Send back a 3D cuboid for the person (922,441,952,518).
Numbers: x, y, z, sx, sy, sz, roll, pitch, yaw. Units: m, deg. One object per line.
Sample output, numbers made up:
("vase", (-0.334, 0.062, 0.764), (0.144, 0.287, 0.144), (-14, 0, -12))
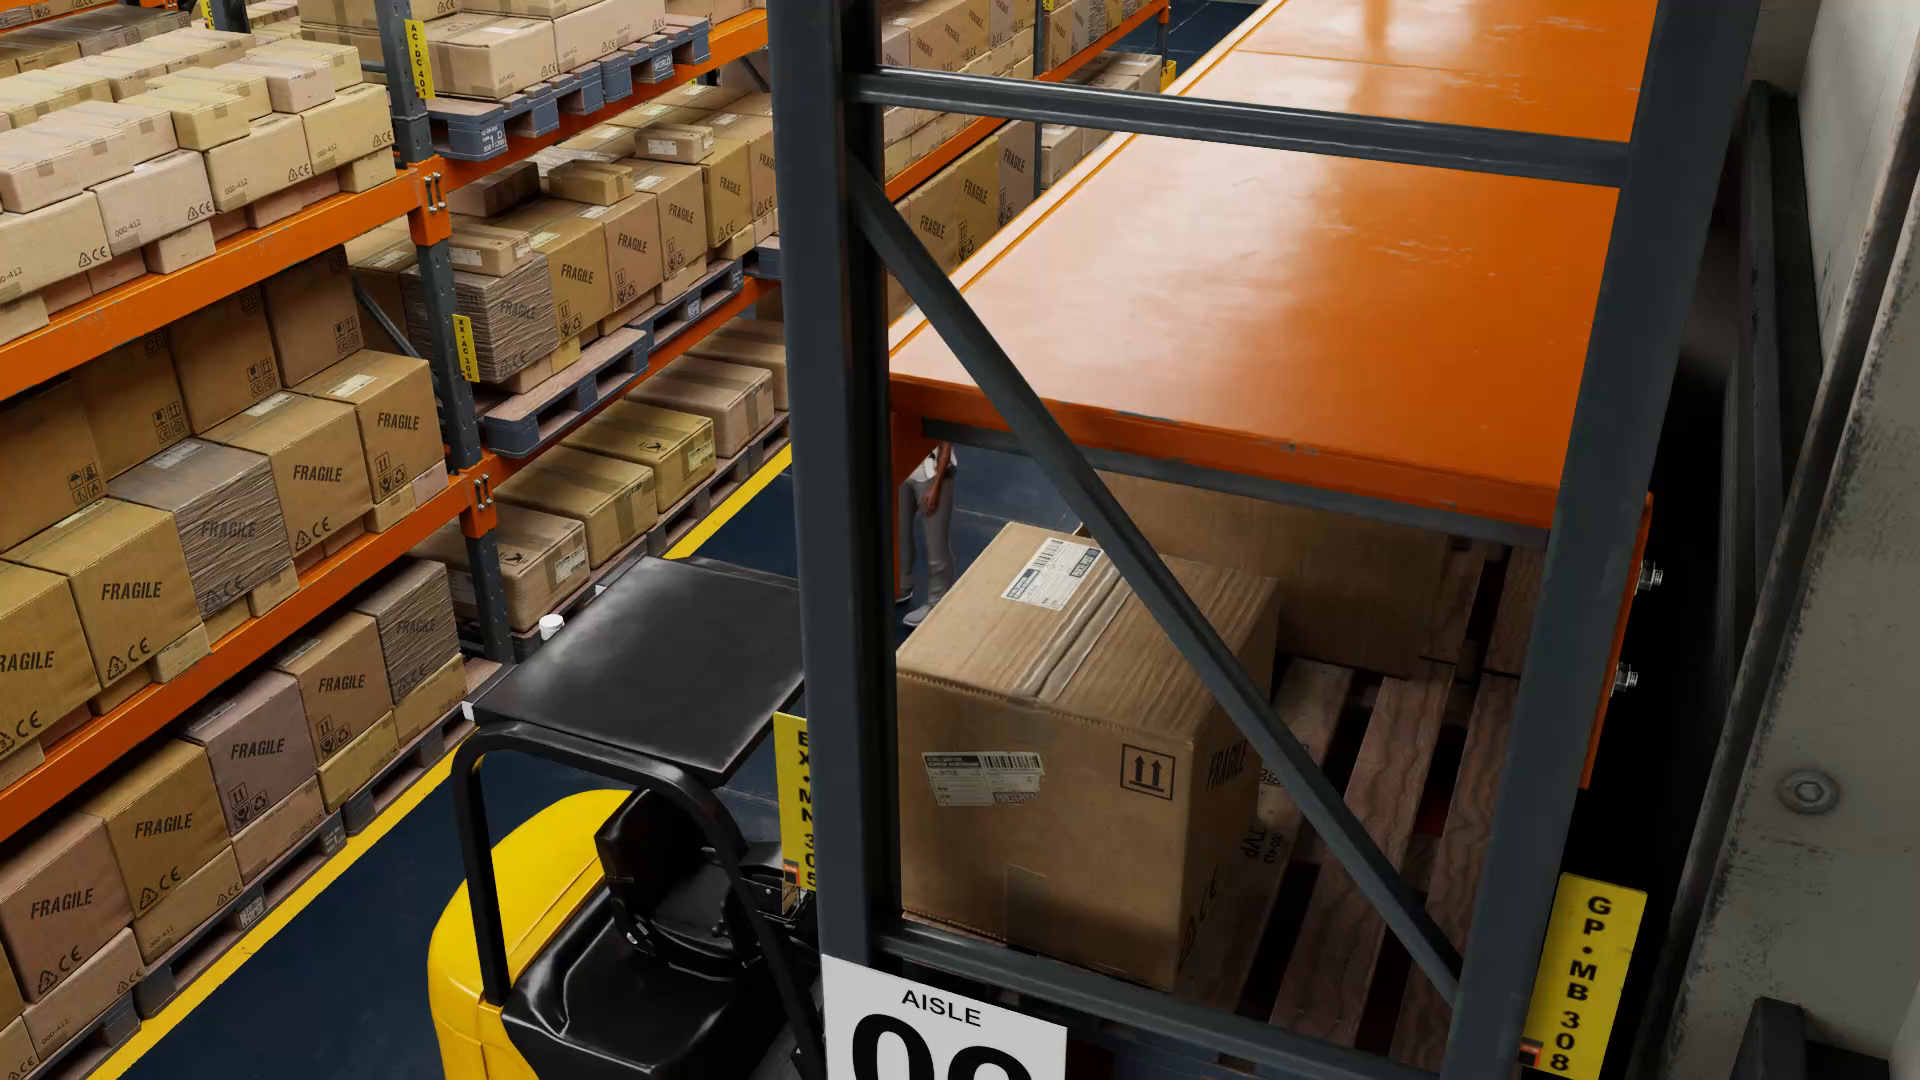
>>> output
("person", (-0.263, -0.635, 8.737), (0.456, 1.011, 0.366), (16, 33, 25))
